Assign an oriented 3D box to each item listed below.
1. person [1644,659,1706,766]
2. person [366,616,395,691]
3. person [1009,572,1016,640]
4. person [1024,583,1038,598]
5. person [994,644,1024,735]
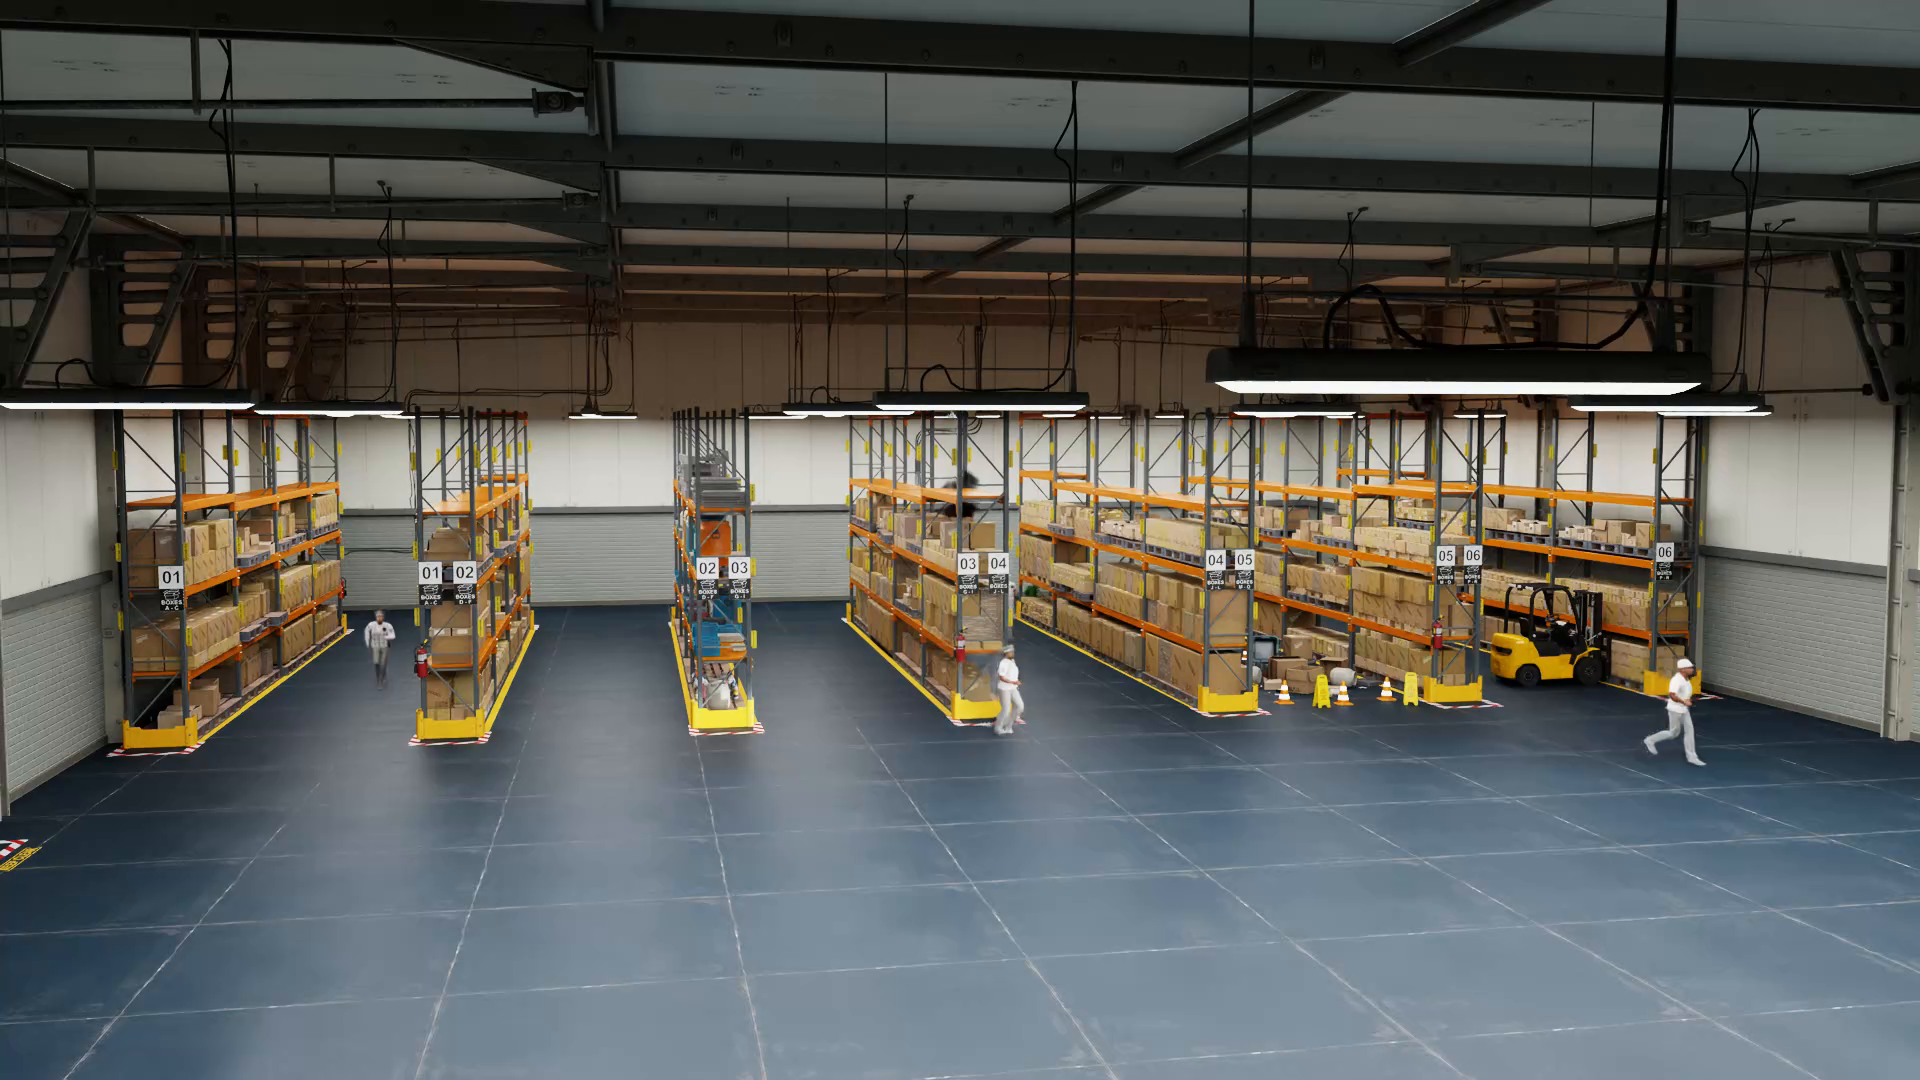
[{"bbox_3d":[12.018,2.864,27.880,1.006,1.757,0.725,3,5,38],"label":"person"},{"bbox_3d":[-12.455,2.368,35.754,0.636,1.689,0.830,-1,4,-12],"label":"person"},{"bbox_3d":[1.213,1.734,43.881,0.640,1.852,0.795,-1,4,-8],"label":"person"},{"bbox_3d":[2.157,1.353,50.082,0.789,1.702,0.685,1,4,18],"label":"person"},{"bbox_3d":[0.924,2.734,30.331,0.653,1.694,0.605,3,5,36],"label":"person"}]
